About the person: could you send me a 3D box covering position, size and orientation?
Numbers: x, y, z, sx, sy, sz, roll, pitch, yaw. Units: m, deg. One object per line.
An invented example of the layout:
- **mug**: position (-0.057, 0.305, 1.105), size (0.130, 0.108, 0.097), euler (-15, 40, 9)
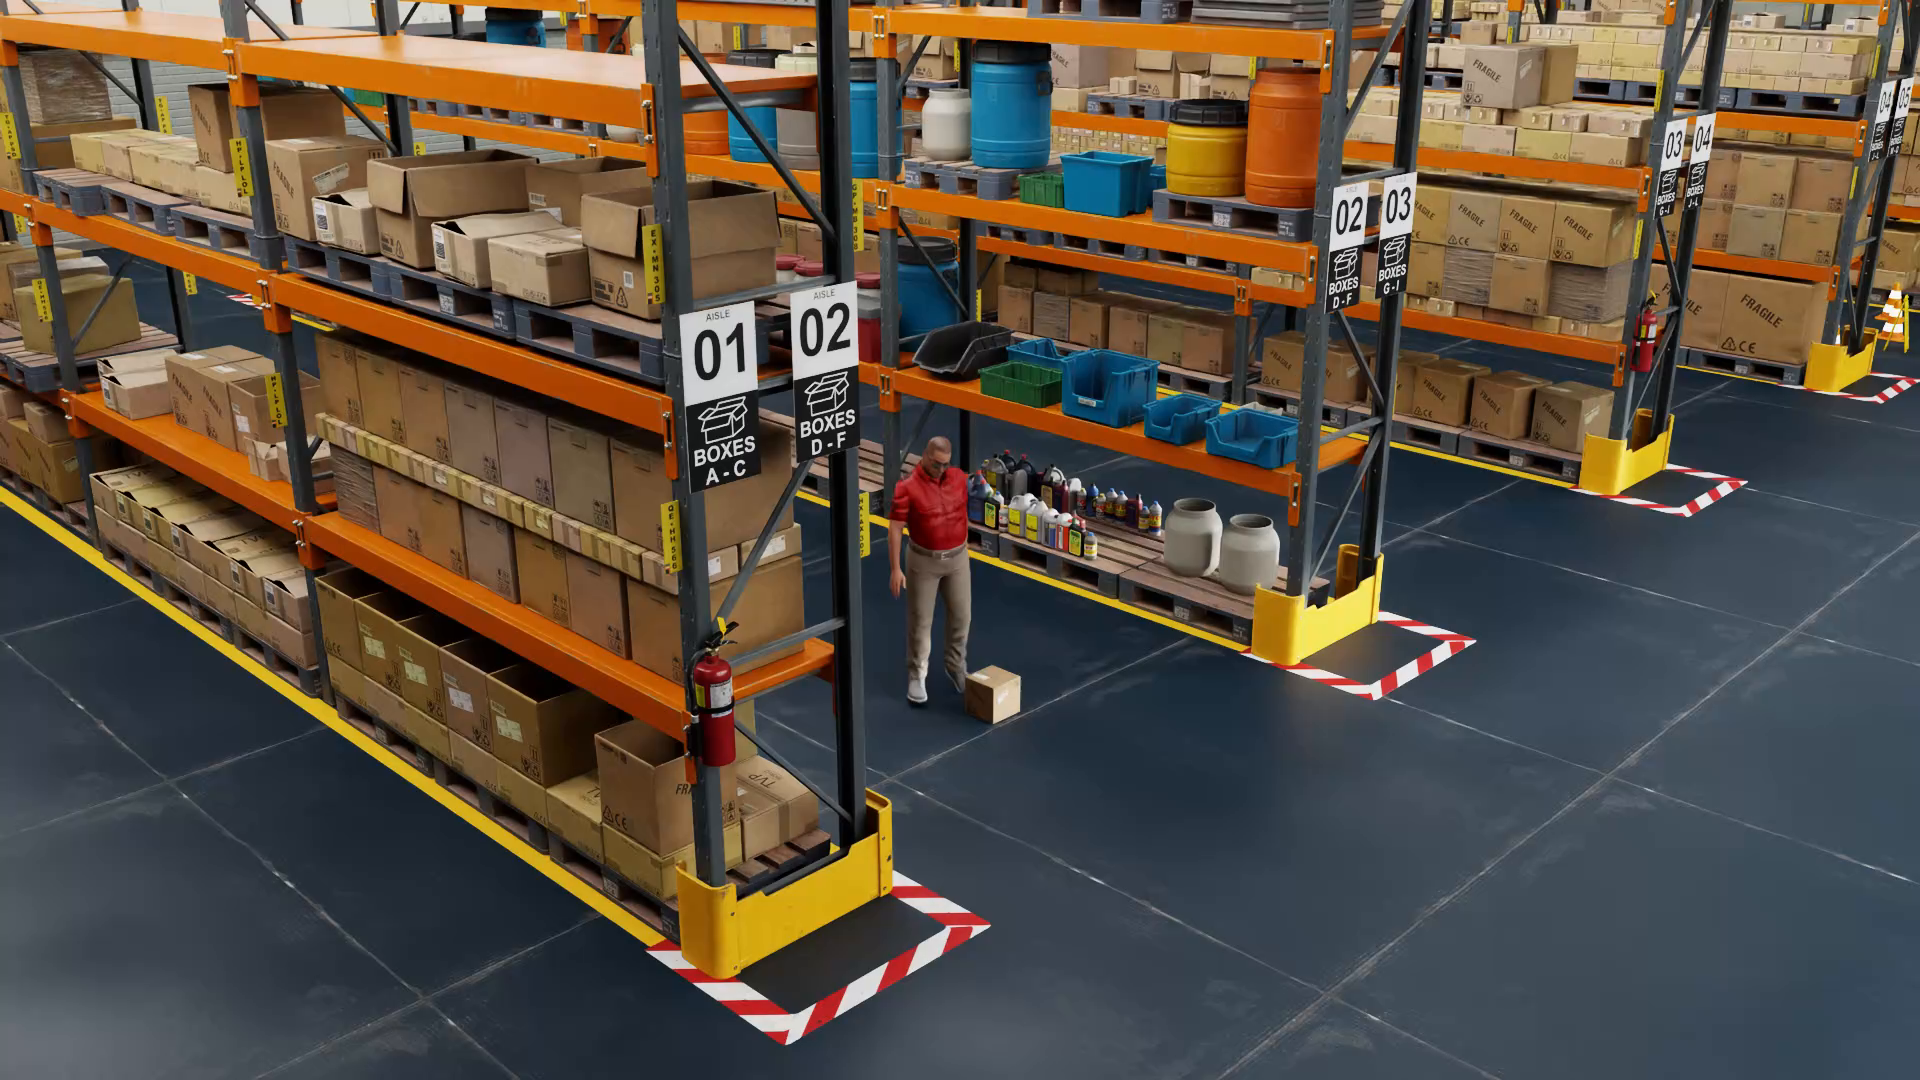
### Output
- **person**: position (-0.172, 0.185, 10.621), size (0.665, 1.772, 0.401), euler (-10, 23, -25)
